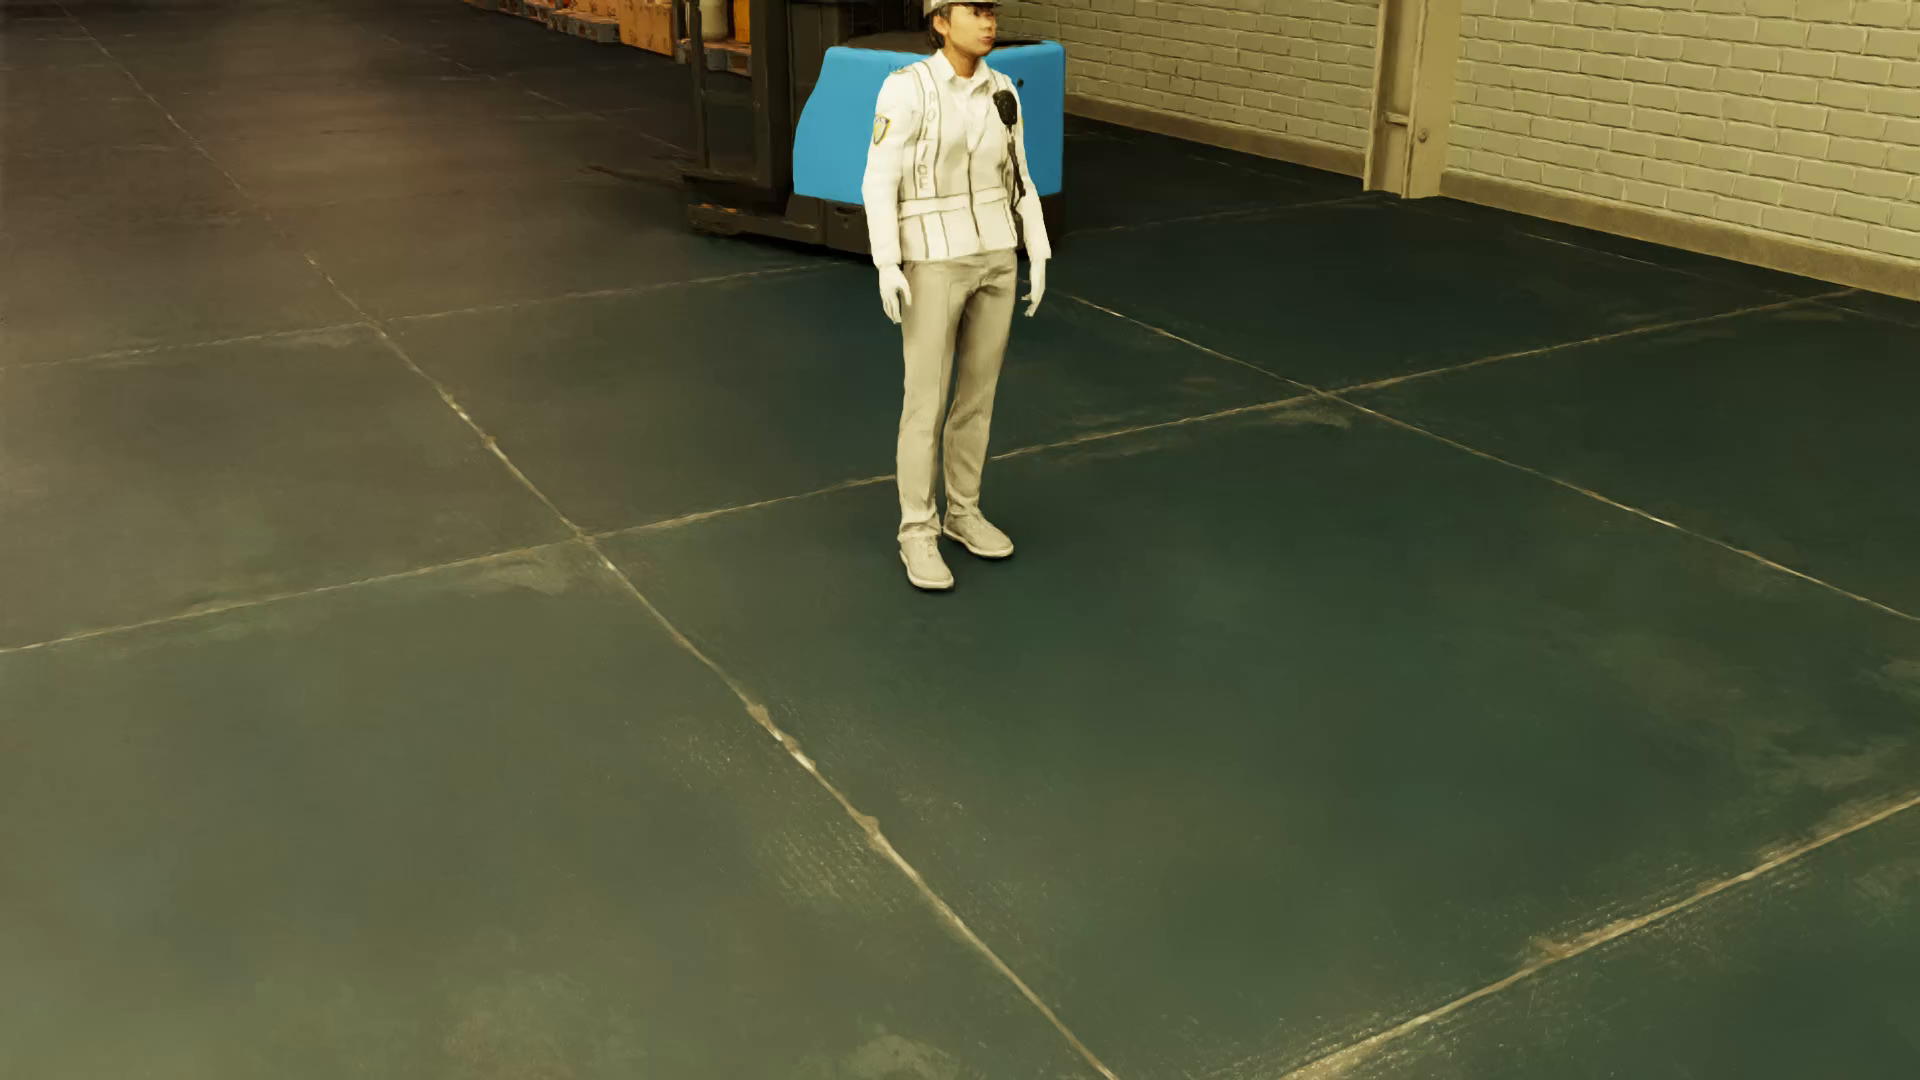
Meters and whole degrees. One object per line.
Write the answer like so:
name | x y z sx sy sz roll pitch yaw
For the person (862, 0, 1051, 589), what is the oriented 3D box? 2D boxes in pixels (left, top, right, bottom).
person | 0.028 -0.767 4.753 0.586 1.695 0.532 -12 25 -28

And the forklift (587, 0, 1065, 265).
forklift | -0.895 -3.156 8.965 3.031 2.935 1.130 18 28 36
